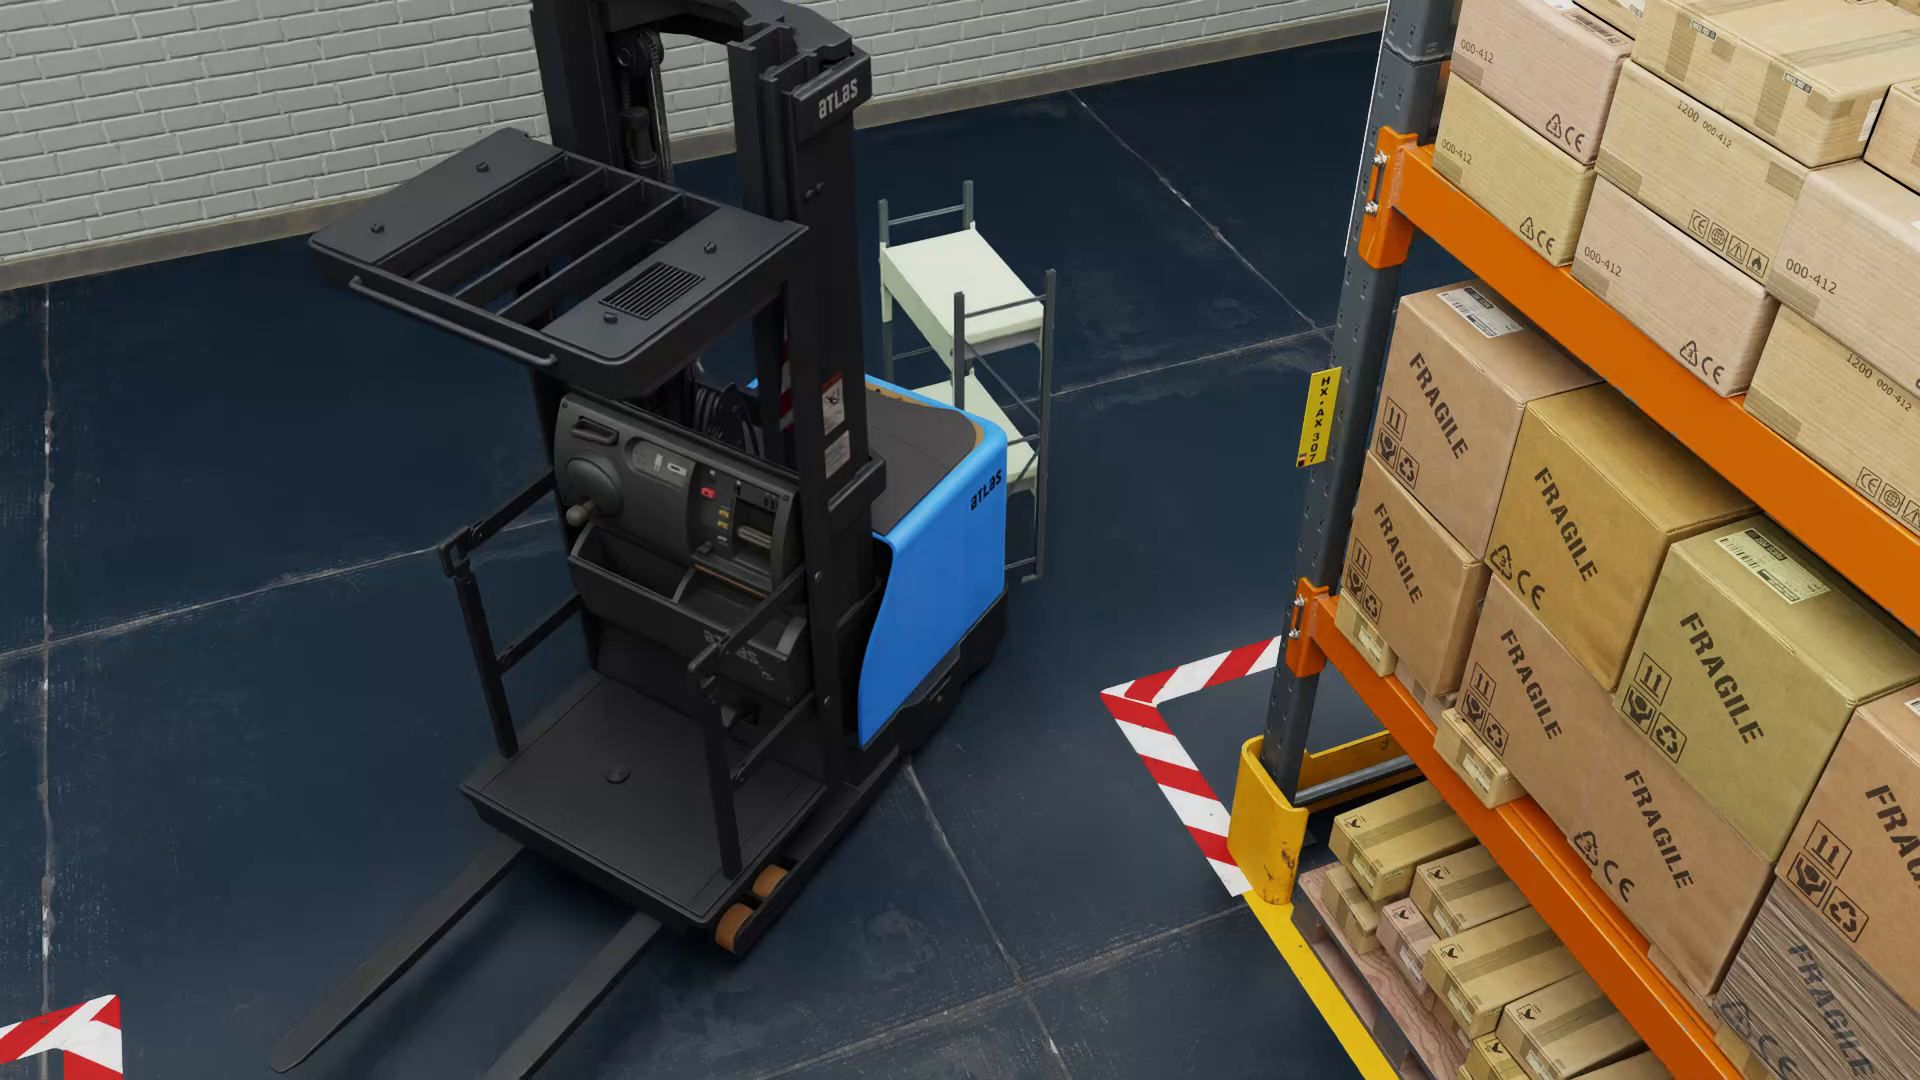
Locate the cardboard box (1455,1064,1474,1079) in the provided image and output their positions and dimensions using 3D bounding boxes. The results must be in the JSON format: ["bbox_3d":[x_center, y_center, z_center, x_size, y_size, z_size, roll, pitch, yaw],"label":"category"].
[{"bbox_3d":[1.693,1.633,4.915,0.380,0.149,0.250,-15,43,-16],"label":"cardboard box"}]

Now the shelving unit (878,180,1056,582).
[{"bbox_3d":[0.015,-0.585,6.780,0.431,1.500,0.755,-16,43,-18],"label":"shelving unit"}]

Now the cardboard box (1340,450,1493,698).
[{"bbox_3d":[1.431,0.038,4.600,0.500,0.500,0.500,-13,42,-15],"label":"cardboard box"}]

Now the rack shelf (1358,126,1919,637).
[{"bbox_3d":[2.279,0.190,2.980,1.077,0.370,4.000,-15,43,-17],"label":"rack shelf"}]

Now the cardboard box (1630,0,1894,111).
[{"bbox_3d":[1.545,-0.980,3.214,0.380,0.149,0.250,-15,43,-17],"label":"cardboard box"}]

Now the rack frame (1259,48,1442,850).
[{"bbox_3d":[1.514,-0.150,5.124,1.000,3.000,0.127,-15,43,-17],"label":"rack frame"}]

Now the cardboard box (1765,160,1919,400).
[{"bbox_3d":[1.825,-0.470,2.927,0.500,0.250,0.500,-15,43,-16],"label":"cardboard box"}]

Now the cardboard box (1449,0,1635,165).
[{"bbox_3d":[1.446,-1.085,3.642,0.500,0.250,0.500,-14,43,-16],"label":"cardboard box"}]

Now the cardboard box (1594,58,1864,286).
[{"bbox_3d":[1.643,-0.777,3.284,0.500,0.250,0.500,-16,43,-17],"label":"cardboard box"}]

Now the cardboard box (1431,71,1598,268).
[{"bbox_3d":[1.450,-0.897,3.807,0.500,0.250,0.500,-14,43,-15],"label":"cardboard box"}]

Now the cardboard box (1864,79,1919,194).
[{"bbox_3d":[1.834,-0.705,2.894,0.380,0.149,0.250,-14,43,-16],"label":"cardboard box"}]

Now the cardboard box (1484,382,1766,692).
[{"bbox_3d":[1.640,-0.041,3.926,0.500,0.500,0.500,-14,43,-16],"label":"cardboard box"}]

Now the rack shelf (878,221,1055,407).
[{"bbox_3d":[0.015,-0.881,6.526,0.431,0.370,0.720,-16,43,-18],"label":"rack shelf"}]

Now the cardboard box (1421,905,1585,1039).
[{"bbox_3d":[1.595,1.266,4.886,0.380,0.149,0.250,-15,43,-17],"label":"cardboard box"}]

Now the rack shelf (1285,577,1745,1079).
[{"bbox_3d":[2.279,1.327,3.958,1.077,0.370,4.000,-15,43,-17],"label":"rack shelf"}]

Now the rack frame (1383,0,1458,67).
[{"bbox_3d":[1.514,-2.425,3.168,1.000,3.000,0.127,-15,43,-17],"label":"rack frame"}]

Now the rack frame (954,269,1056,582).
[{"bbox_3d":[0.164,-0.367,6.527,0.400,1.500,0.023,-16,43,-18],"label":"rack frame"}]

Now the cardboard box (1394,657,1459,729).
[{"bbox_3d":[1.471,0.365,4.718,0.380,0.149,0.250,-14,43,-15],"label":"cardboard box"}]

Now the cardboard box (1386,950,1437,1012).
[{"bbox_3d":[1.595,1.304,5.297,0.380,0.149,0.250,-15,43,-17],"label":"cardboard box"}]

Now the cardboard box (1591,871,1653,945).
[{"bbox_3d":[1.831,0.832,4.175,0.380,0.149,0.250,-16,43,-17],"label":"cardboard box"}]

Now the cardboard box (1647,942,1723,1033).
[{"bbox_3d":[1.899,0.987,3.994,0.380,0.149,0.250,-16,43,-18],"label":"cardboard box"}]

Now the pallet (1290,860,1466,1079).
[{"bbox_3d":[1.821,1.451,5.401,1.003,0.211,1.213,-15,43,-17],"label":"pallet"}]

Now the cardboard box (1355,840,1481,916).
[{"bbox_3d":[1.477,1.038,5.378,0.380,0.149,0.250,-13,42,-15],"label":"cardboard box"}]

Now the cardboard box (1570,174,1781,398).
[{"bbox_3d":[1.647,-0.578,3.436,0.500,0.250,0.500,-14,43,-15],"label":"cardboard box"}]

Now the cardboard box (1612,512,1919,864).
[{"bbox_3d":[1.818,0.278,3.555,0.500,0.500,0.500,-16,43,-18],"label":"cardboard box"}]

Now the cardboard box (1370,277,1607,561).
[{"bbox_3d":[1.441,-0.344,4.277,0.500,0.500,0.500,-15,43,-17],"label":"cardboard box"}]

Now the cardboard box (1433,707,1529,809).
[{"bbox_3d":[1.524,0.540,4.514,0.380,0.149,0.250,-16,43,-18],"label":"cardboard box"}]

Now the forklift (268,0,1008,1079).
[{"bbox_3d":[-1.019,-0.068,5.081,1.130,2.935,3.031,22,45,24],"label":"forklift"}]

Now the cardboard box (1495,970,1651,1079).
[{"bbox_3d":[1.767,1.395,4.736,0.380,0.149,0.250,-17,44,-19],"label":"cardboard box"}]

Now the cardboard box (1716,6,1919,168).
[{"bbox_3d":[1.637,-0.833,3.044,0.380,0.149,0.250,-15,43,-16],"label":"cardboard box"}]

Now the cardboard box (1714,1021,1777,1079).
[{"bbox_3d":[1.979,1.149,3.806,0.380,0.149,0.250,-14,43,-15],"label":"cardboard box"}]

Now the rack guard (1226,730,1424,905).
[{"bbox_3d":[1.543,0.843,5.886,1.175,0.500,0.348,-15,43,-17],"label":"rack guard"}]

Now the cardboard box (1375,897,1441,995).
[{"bbox_3d":[1.530,1.217,5.170,0.380,0.149,0.250,-15,43,-17],"label":"cardboard box"}]

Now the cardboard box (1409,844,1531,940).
[{"bbox_3d":[1.617,1.082,5.099,0.380,0.149,0.250,-14,43,-16],"label":"cardboard box"}]

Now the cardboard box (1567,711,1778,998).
[{"bbox_3d":[1.835,0.653,3.886,0.500,0.500,0.500,-15,43,-16],"label":"cardboard box"}]

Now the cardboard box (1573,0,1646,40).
[{"bbox_3d":[1.509,-1.162,3.426,0.380,0.149,0.250,-13,42,-15],"label":"cardboard box"}]

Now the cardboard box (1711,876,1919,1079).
[{"bbox_3d":[2.035,0.958,3.531,0.500,0.500,0.500,-16,43,-18],"label":"cardboard box"}]

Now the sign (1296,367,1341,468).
[{"bbox_3d":[1.013,-0.343,4.685,0.100,0.325,0.005,-15,43,-17],"label":"sign"}]

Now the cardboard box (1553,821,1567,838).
[{"bbox_3d":[1.750,0.662,4.372,0.380,0.149,0.250,-13,42,-15],"label":"cardboard box"}]

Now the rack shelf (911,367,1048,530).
[{"bbox_3d":[0.015,-0.338,6.993,0.431,0.370,0.720,-16,43,-18],"label":"rack shelf"}]

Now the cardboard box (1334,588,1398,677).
[{"bbox_3d":[1.335,0.222,4.884,0.380,0.149,0.250,-15,43,-17],"label":"cardboard box"}]

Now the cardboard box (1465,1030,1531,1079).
[{"bbox_3d":[1.703,1.524,4.813,0.380,0.149,0.250,-14,43,-16],"label":"cardboard box"}]

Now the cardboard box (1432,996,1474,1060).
[{"bbox_3d":[1.696,1.452,5.126,0.380,0.149,0.250,-15,43,-16],"label":"cardboard box"}]

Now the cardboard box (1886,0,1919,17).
[{"bbox_3d":[2.016,-1.117,3.374,0.380,0.149,0.250,-16,43,-18],"label":"cardboard box"}]

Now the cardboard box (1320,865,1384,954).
[{"bbox_3d":[1.419,1.167,5.457,0.380,0.149,0.250,-14,43,-16],"label":"cardboard box"}]

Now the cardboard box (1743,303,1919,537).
[{"bbox_3d":[1.856,-0.271,3.079,0.500,0.250,0.500,-16,43,-18],"label":"cardboard box"}]

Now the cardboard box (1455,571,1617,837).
[{"bbox_3d":[1.659,0.354,4.233,0.500,0.500,0.500,-15,43,-17],"label":"cardboard box"}]

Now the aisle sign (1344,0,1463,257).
[{"bbox_3d":[1.209,-1.105,4.241,0.394,0.787,0.004,-15,43,-17],"label":"aisle sign"}]

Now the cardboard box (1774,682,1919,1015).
[{"bbox_3d":[2.016,0.584,3.199,0.500,0.500,0.500,-16,43,-18],"label":"cardboard box"}]

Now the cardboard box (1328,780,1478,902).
[{"bbox_3d":[1.401,0.946,5.257,0.380,0.149,0.250,-17,44,-19],"label":"cardboard box"}]

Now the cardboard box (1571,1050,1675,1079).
[{"bbox_3d":[1.864,1.564,4.539,0.380,0.149,0.250,-14,43,-15],"label":"cardboard box"}]

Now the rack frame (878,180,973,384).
[{"bbox_3d":[-0.134,-0.803,7.034,0.400,1.500,0.023,-16,43,-18],"label":"rack frame"}]
